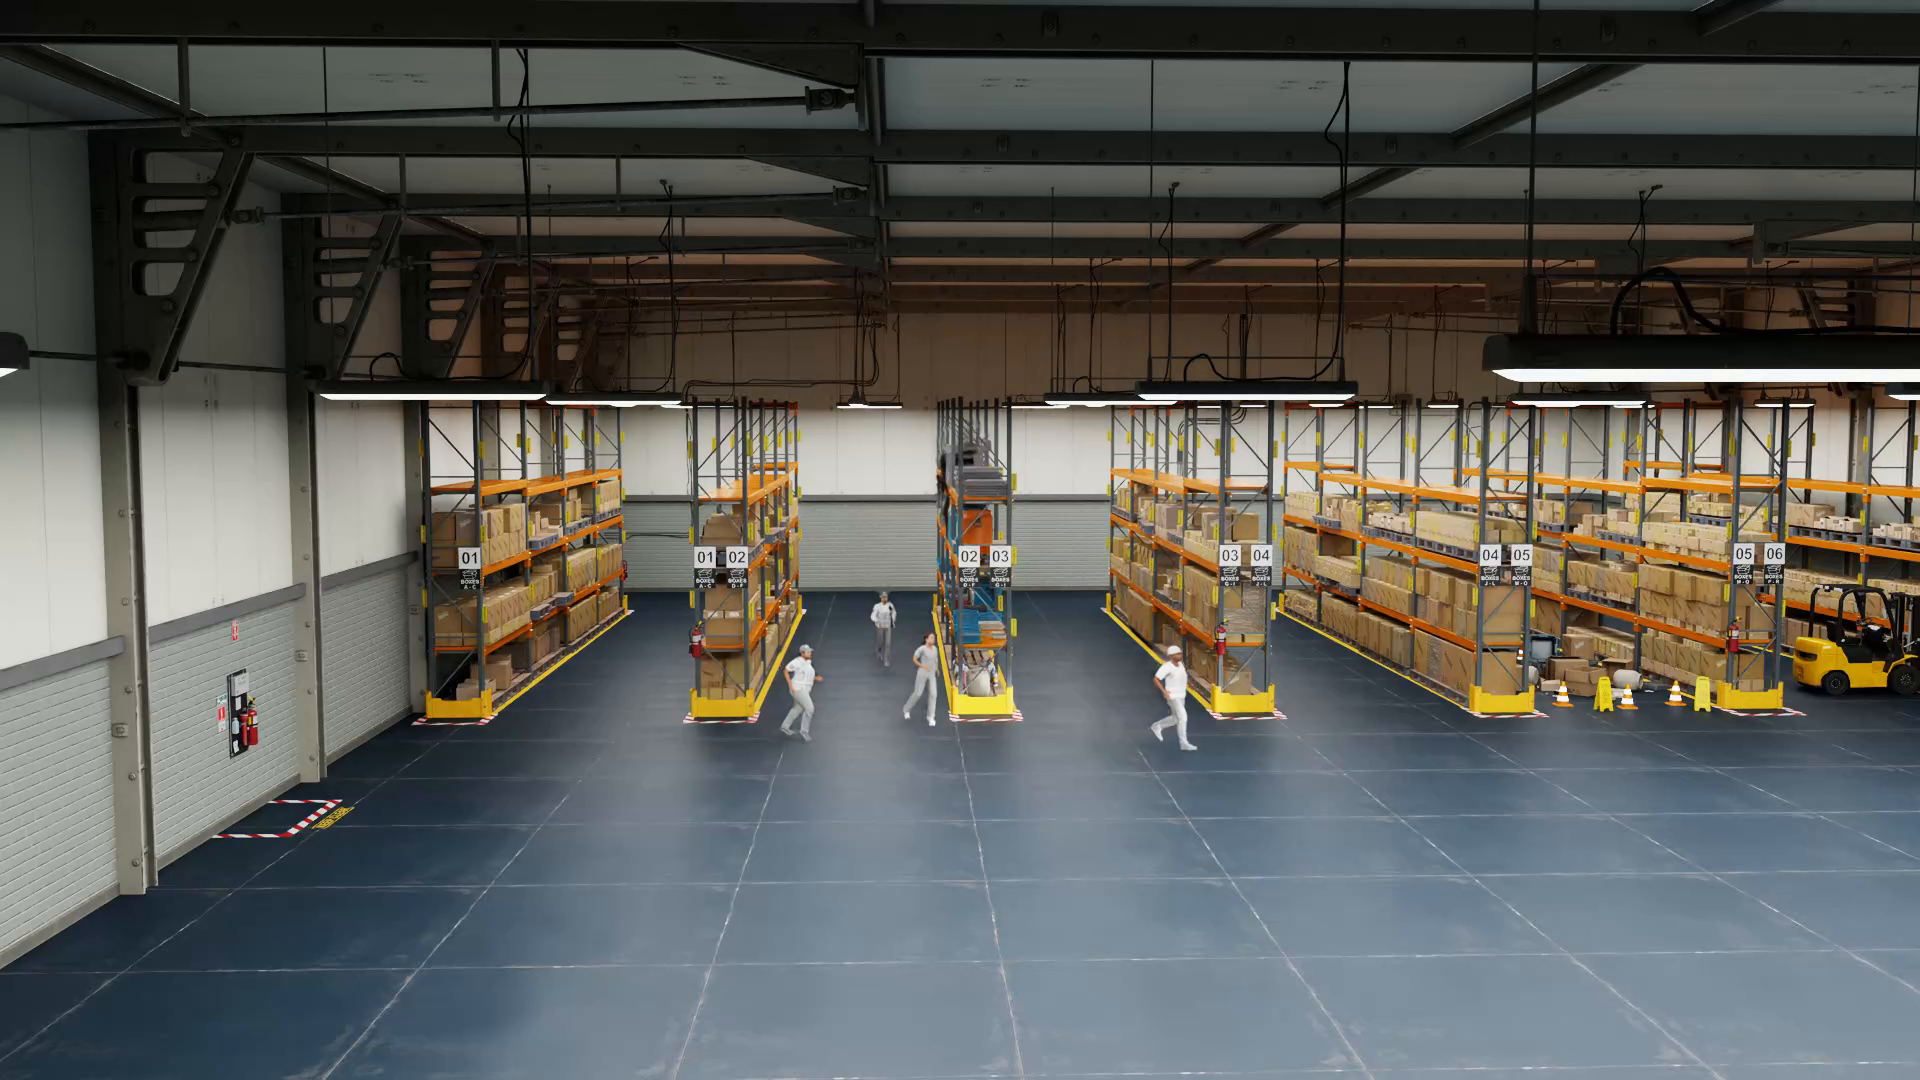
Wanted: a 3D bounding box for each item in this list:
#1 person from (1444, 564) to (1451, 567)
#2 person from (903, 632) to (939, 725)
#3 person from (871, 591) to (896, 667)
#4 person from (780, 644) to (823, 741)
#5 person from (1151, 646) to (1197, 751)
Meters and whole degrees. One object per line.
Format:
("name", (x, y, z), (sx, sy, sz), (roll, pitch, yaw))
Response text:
("person", (14.668, 1.055, 49.316), (0.683, 1.796, 0.690), (2, 5, 22))
("person", (-0.596, 2.528, 30.649), (0.643, 1.652, 0.882), (-3, 5, -32))
("person", (-1.721, 1.982, 37.622), (0.600, 1.675, 0.892), (-1, 4, -11))
("person", (-2.784, 2.674, 29.121), (0.809, 1.709, 0.523), (2, 5, 19))
("person", (3.622, 2.659, 28.203), (0.930, 1.746, 0.731), (3, 5, 35))
